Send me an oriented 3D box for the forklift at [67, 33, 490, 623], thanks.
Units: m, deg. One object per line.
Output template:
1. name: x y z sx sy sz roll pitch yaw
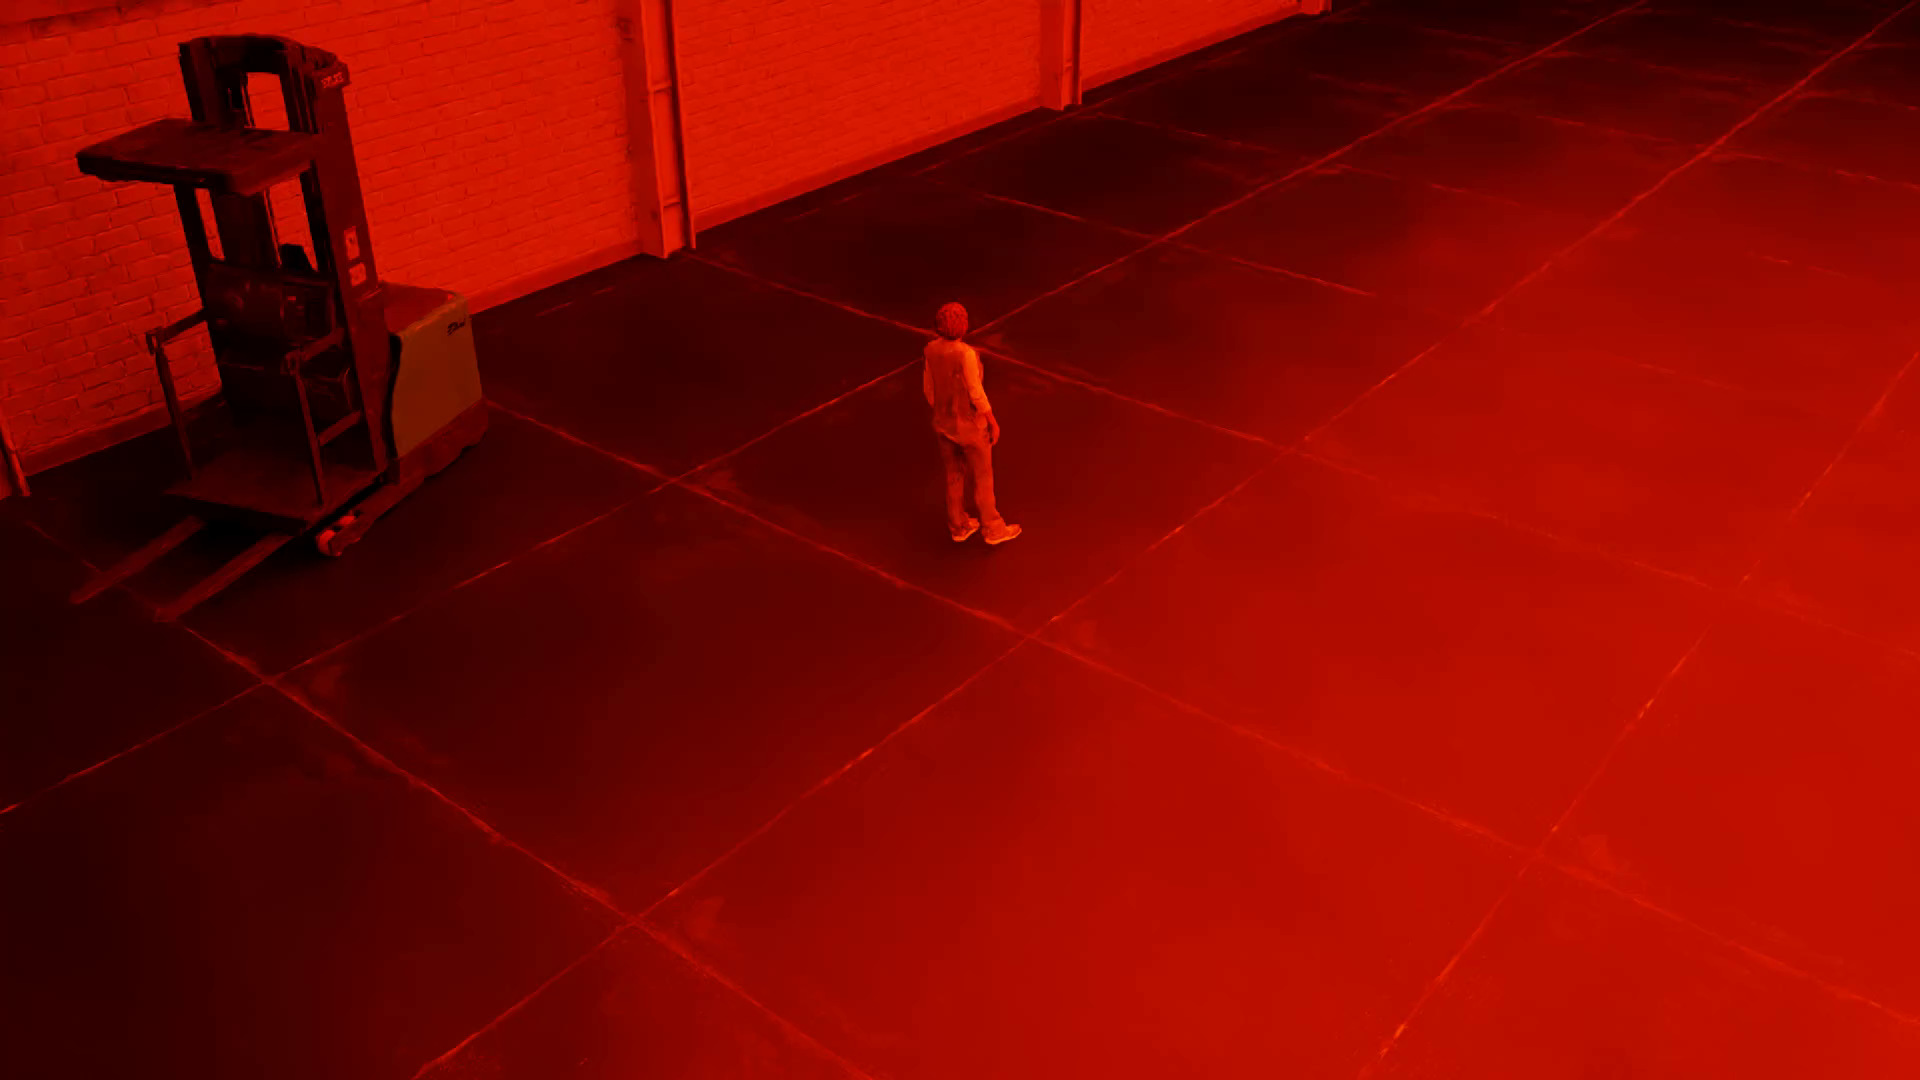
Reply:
1. forklift: -4.273 -1.389 9.973 1.130 2.935 3.031 10 32 16

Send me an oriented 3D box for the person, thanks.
1. person: 0.057 -0.720 10.136 0.521 1.597 0.474 22 37 33
